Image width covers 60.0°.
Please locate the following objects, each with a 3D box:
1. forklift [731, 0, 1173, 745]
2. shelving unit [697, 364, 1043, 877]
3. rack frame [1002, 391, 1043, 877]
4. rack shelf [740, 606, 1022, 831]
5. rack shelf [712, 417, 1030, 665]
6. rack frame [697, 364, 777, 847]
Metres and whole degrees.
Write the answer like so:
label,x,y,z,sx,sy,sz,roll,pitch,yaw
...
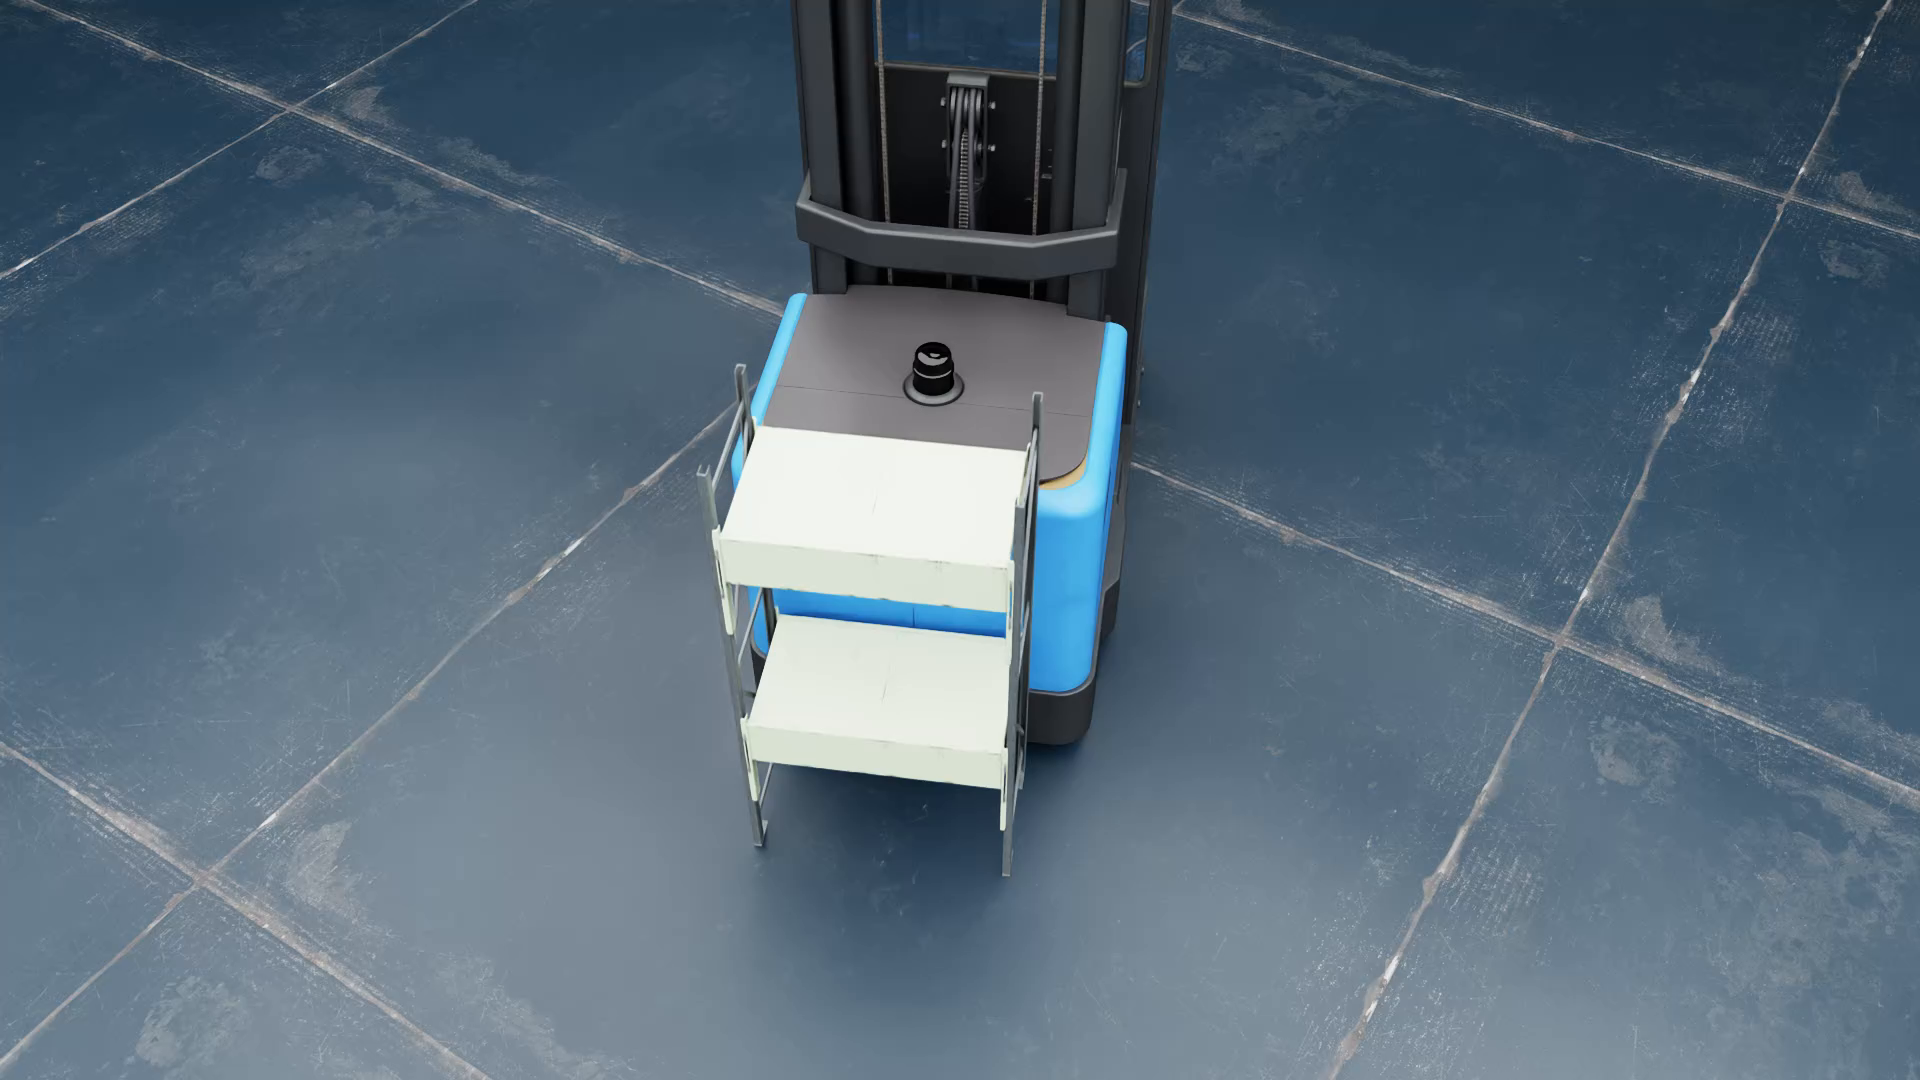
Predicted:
label,x,y,z,sx,sy,sz,roll,pitch,yaw
forklift,0.095,-1.468,5.133,1.130,2.935,3.031,6,46,6
shelving unit,-0.202,0.271,4.440,0.755,1.500,0.431,6,46,6
rack frame,0.161,0.308,4.404,0.023,1.500,0.400,6,46,6
rack shelf,-0.202,0.499,4.674,0.720,0.370,0.431,6,46,6
rack shelf,-0.201,-0.001,4.161,0.720,0.370,0.431,6,46,6
rack frame,-0.564,0.234,4.476,0.023,1.500,0.400,6,46,6
